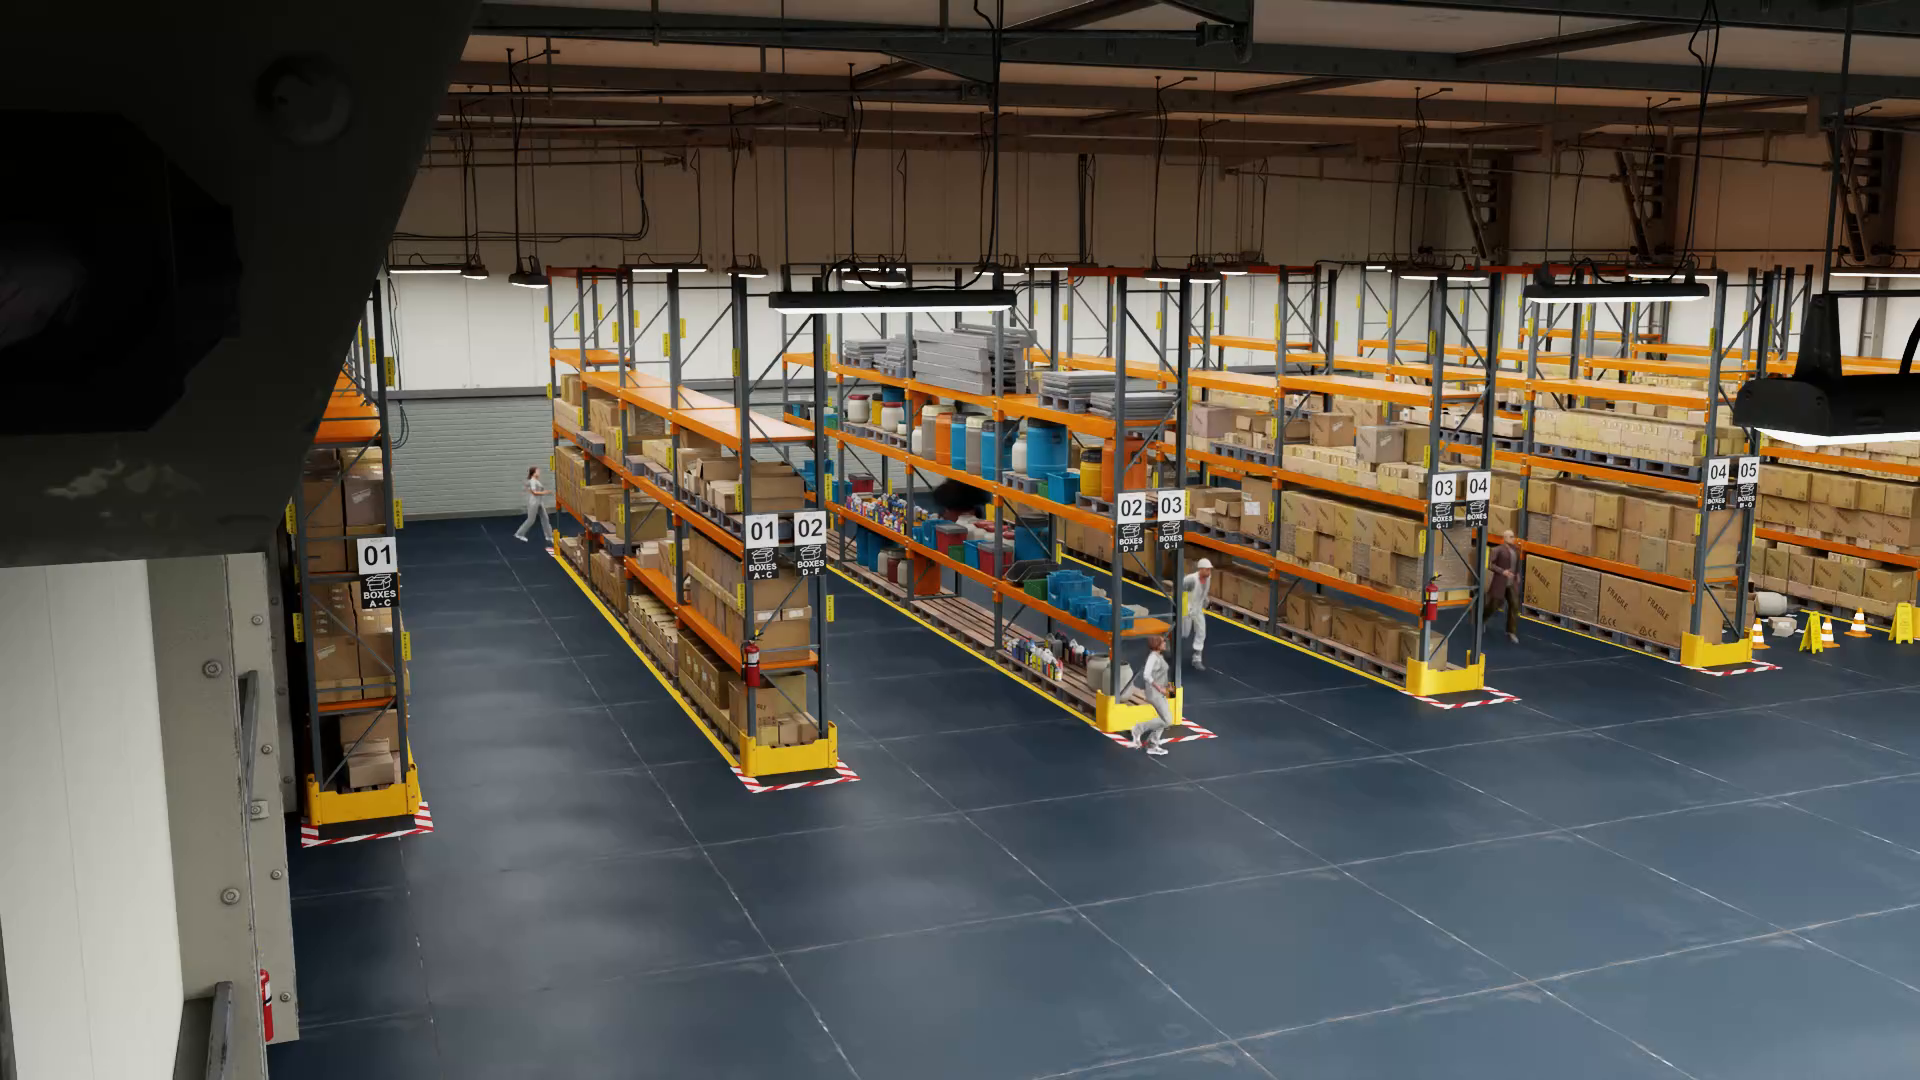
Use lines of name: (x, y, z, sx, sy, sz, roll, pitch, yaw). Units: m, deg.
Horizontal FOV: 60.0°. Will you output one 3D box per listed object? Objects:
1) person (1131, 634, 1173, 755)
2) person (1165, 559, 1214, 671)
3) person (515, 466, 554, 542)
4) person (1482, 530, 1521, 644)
person: (2.454, 1.949, 21.014, 0.461, 1.542, 0.585, 2, 10, 11)
person: (3.500, 1.089, 25.586, 0.675, 1.727, 1.013, -9, 13, -41)
person: (-9.198, -0.760, 36.033, 0.925, 1.682, 0.572, -1, 10, -4)
person: (8.938, 0.733, 27.304, 0.749, 1.801, 1.012, -3, 10, -19)
